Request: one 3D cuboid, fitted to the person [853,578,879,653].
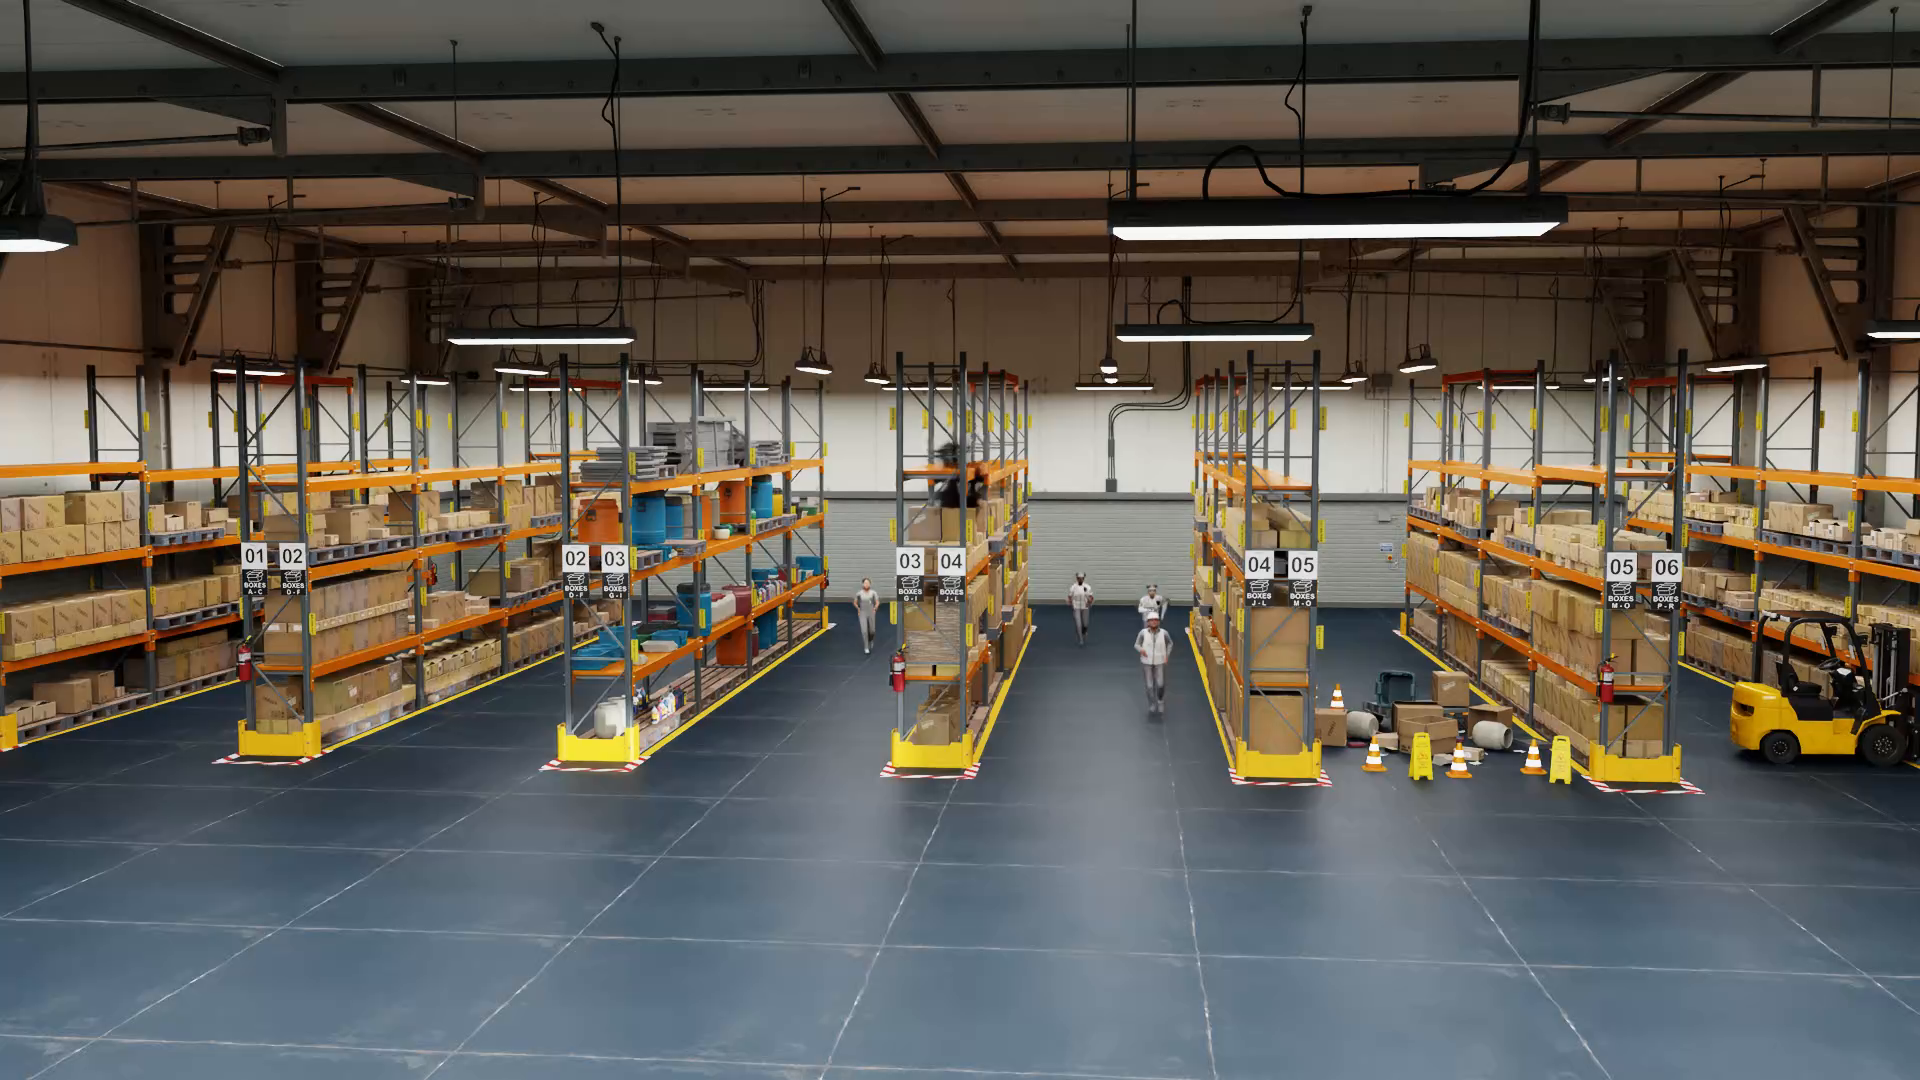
[{"bbox_3d":[-2.026,1.632,36.000,0.561,1.620,0.588,0,4,-5],"label":"person"}]

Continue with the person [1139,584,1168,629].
[{"bbox_3d":[4.047,1.718,34.860,0.601,1.625,0.708,1,4,8],"label":"person"}]

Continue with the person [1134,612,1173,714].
[{"bbox_3d":[3.308,2.104,28.449,0.657,1.748,0.638,1,4,8],"label":"person"}]

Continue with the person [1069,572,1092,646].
[{"bbox_3d":[2.695,1.527,37.275,0.531,1.655,0.539,0,4,3],"label":"person"}]
